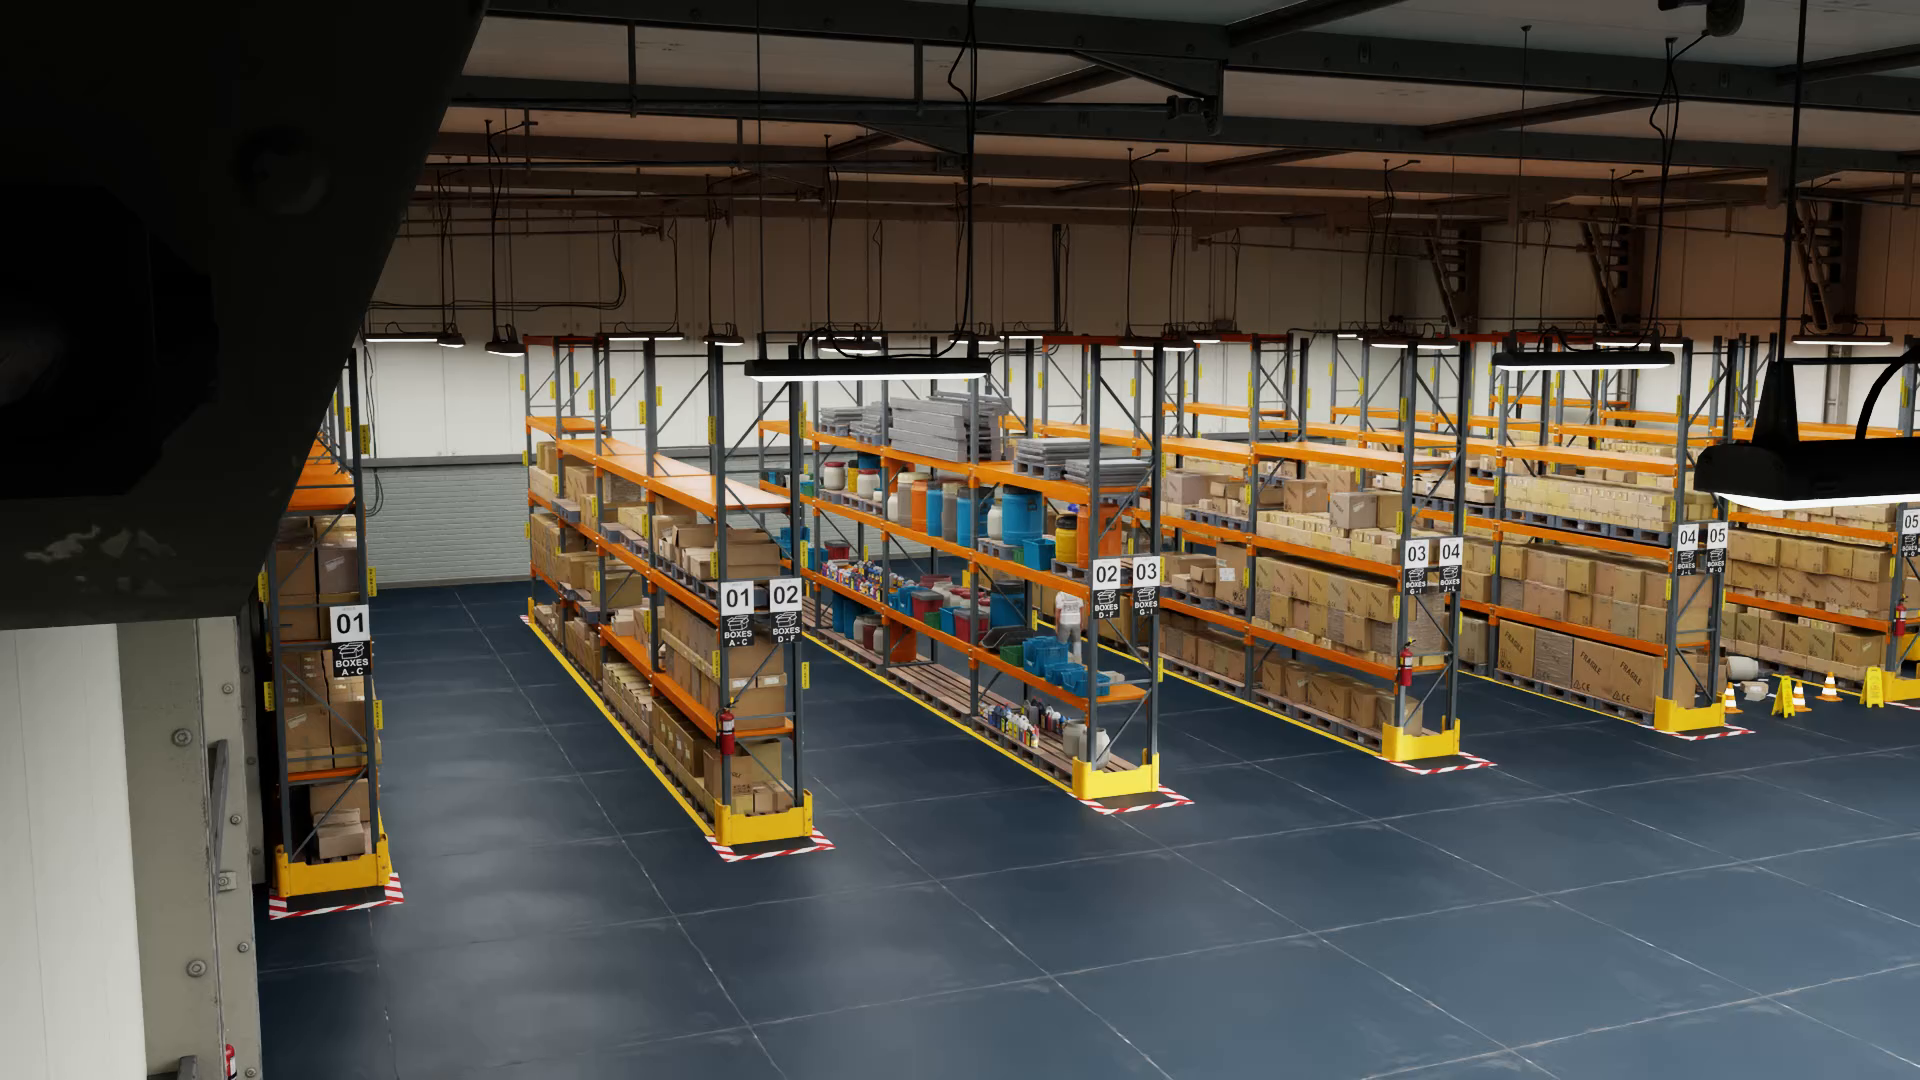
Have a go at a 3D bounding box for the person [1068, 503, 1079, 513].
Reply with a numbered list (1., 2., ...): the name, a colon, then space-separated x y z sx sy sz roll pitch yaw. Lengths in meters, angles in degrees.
1. person: 2.947 -0.392 44.325 0.589 1.651 0.499 0 8 -1

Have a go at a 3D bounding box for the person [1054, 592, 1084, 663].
1. person: 1.965 1.507 29.832 0.575 1.753 0.548 -3 8 -21

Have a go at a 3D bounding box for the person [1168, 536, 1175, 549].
1. person: 5.633 -0.272 43.385 0.492 1.649 0.719 4 9 30
